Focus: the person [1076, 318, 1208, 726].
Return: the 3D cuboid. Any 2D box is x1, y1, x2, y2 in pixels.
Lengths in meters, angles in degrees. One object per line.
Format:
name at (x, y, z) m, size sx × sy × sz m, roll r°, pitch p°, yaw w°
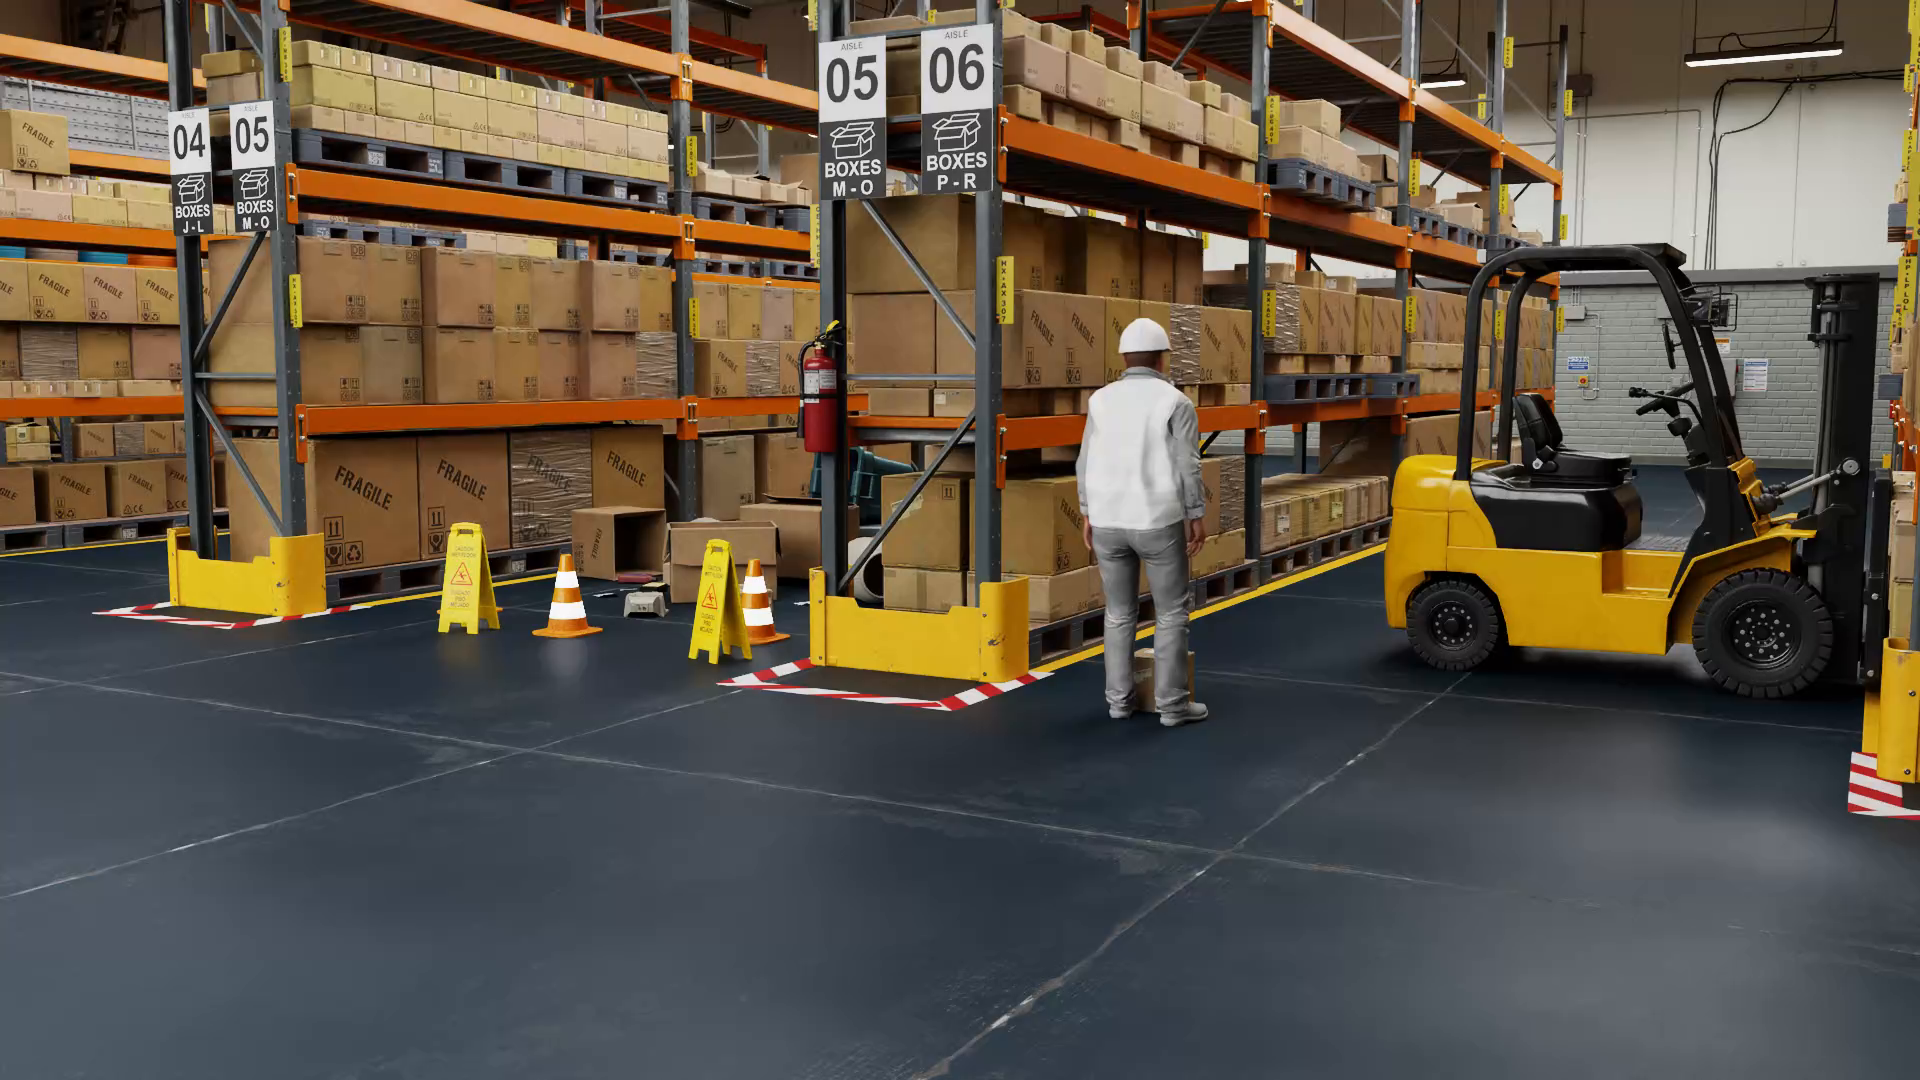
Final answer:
person at (0.801, -0.087, 7.337) m, size 0.584 × 1.771 × 0.466 m, roll 3°, pitch 7°, yaw 28°
